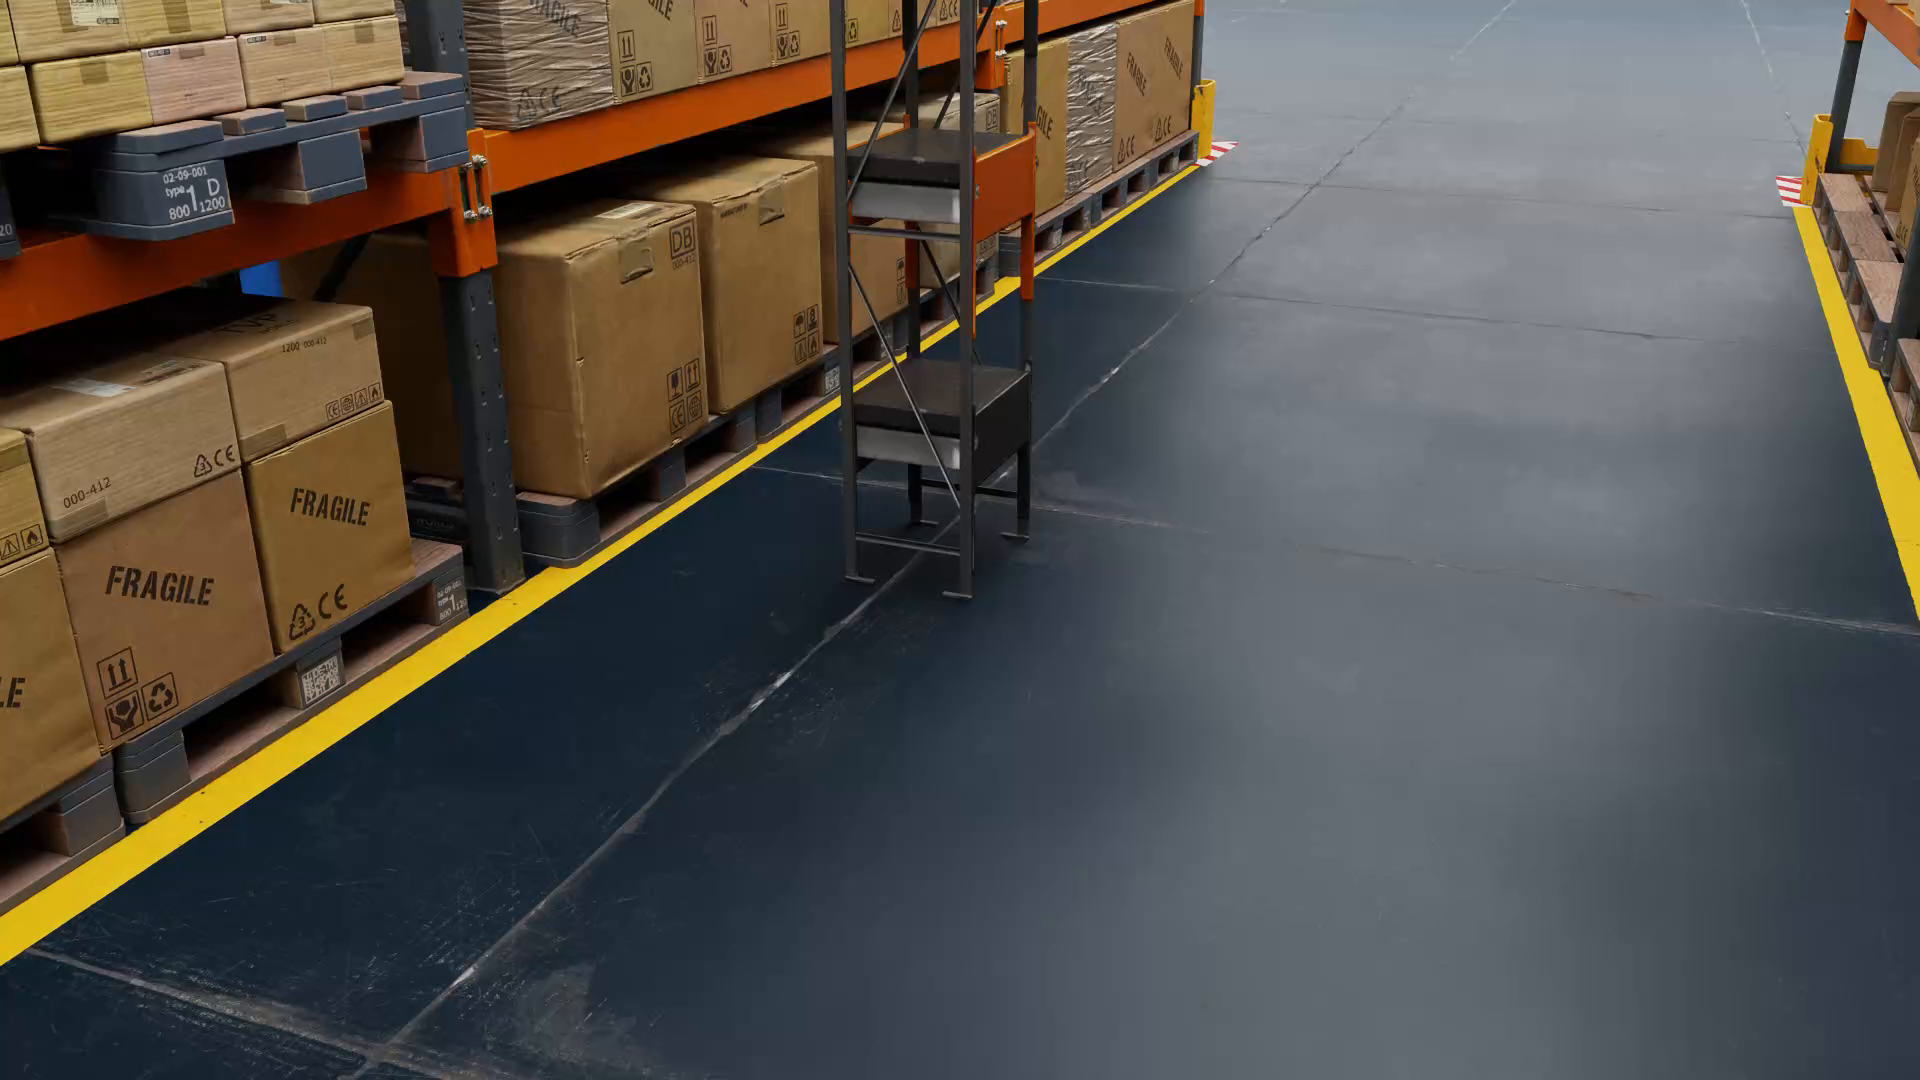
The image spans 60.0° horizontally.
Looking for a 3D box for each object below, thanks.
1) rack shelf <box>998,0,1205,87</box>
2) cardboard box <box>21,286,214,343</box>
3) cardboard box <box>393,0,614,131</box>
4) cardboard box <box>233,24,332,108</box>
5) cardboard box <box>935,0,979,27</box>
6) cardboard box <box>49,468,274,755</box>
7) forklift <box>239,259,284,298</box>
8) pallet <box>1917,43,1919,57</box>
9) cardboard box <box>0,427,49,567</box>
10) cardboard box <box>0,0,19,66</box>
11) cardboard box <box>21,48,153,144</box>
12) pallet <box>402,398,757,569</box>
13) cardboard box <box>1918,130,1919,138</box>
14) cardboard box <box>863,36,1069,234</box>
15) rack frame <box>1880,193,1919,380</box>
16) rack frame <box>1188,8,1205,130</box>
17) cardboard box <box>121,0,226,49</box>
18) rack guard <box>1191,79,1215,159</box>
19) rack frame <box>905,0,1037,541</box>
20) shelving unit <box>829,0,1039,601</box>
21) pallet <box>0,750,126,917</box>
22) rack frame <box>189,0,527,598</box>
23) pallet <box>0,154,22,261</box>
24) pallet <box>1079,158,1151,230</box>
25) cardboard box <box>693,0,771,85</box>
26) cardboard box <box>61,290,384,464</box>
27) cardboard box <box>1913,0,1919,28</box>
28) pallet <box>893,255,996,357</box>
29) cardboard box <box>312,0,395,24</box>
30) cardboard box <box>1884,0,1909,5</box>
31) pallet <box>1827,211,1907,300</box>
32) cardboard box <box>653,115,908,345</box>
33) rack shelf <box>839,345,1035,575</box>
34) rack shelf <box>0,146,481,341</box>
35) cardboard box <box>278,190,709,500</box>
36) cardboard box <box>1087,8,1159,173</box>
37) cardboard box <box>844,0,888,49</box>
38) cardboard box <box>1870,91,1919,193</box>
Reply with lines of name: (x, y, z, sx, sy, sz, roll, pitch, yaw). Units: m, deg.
rack shelf: (0.451, -3.123, 9.768, 1.077, 0.370, 4.000, 9, 24, 20)
cardboard box: (-2.258, -0.482, 4.238, 0.500, 0.250, 0.500, 8, 24, 18)
cardboard box: (-1.360, -1.476, 4.762, 0.500, 0.500, 0.500, 9, 24, 21)
cardboard box: (-1.628, -1.055, 3.664, 0.380, 0.149, 0.250, 9, 24, 20)
cardboard box: (-0.237, -2.560, 7.358, 0.500, 0.500, 0.500, 9, 24, 20)
cardboard box: (-1.976, 0.110, 3.793, 0.500, 0.500, 0.500, 10, 25, 22)
forklift: (-2.879, -2.529, 7.502, 1.130, 2.935, 3.031, 3, 23, 8)
pallet: (3.857, -1.652, 5.561, 1.003, 0.211, 1.213, 9, 24, 20)
cardboard box: (-2.169, -0.050, 3.203, 0.500, 0.250, 0.500, 9, 24, 21)
cardboard box: (-1.919, -0.912, 2.938, 0.380, 0.149, 0.250, 9, 24, 20)
cardboard box: (-1.819, -0.874, 3.232, 0.380, 0.149, 0.250, 8, 24, 19)
pallet: (-1.415, -0.292, 5.676, 1.003, 0.211, 1.213, 9, 24, 20)
cardboard box: (5.074, -1.804, 8.374, 0.500, 0.500, 0.500, 11, 25, 25)
cardboard box: (0.007, -2.168, 8.759, 0.875, 0.875, 0.875, 9, 24, 21)
rack frame: (4.276, -1.993, 6.129, 1.000, 3.000, 0.127, 9, 24, 20)
rack frame: (1.194, -4.171, 11.343, 1.000, 3.000, 0.127, 9, 24, 20)
cardboard box: (-1.731, -1.091, 3.364, 0.380, 0.149, 0.250, 9, 24, 21)
rack guard: (1.203, -3.026, 11.845, 1.175, 0.500, 0.348, 9, 24, 20)
rack frame: (0.029, -0.997, 4.913, 0.400, 2.100, 0.015, 9, 24, 20)
shelving unit: (-0.061, -0.910, 4.703, 0.431, 2.100, 0.503, 9, 24, 20)
pallet: (-2.524, 0.693, 3.316, 1.003, 0.211, 1.213, 9, 24, 20)
rack frame: (-1.778, -1.308, 4.489, 1.000, 3.000, 0.127, 9, 24, 20)
pallet: (-2.475, -0.505, 2.816, 1.003, 0.211, 1.213, 9, 24, 20)
pallet: (0.515, -2.151, 10.127, 1.003, 0.211, 1.213, 9, 24, 20)
cardboard box: (-0.986, -1.839, 5.630, 0.500, 0.500, 0.500, 9, 24, 20)
cardboard box: (-1.788, -0.412, 4.070, 0.500, 0.250, 0.500, 8, 24, 19)
cardboard box: (4.322, -2.270, 7.120, 0.380, 0.149, 0.250, 9, 24, 20)
pallet: (-0.508, -1.166, 7.767, 1.003, 0.211, 1.213, 9, 24, 20)
cardboard box: (-1.538, -1.281, 3.820, 0.380, 0.149, 0.250, 9, 24, 21)
cardboard box: (4.787, -2.718, 8.190, 0.380, 0.149, 0.250, 9, 24, 20)
pallet: (4.944, -1.390, 8.303, 1.003, 0.211, 1.213, 9, 24, 20)
cardboard box: (-0.801, -1.315, 6.881, 1.050, 0.750, 0.750, 9, 24, 20)
rack shelf: (-0.061, -0.251, 4.979, 0.431, 0.518, 0.480, 9, 24, 20)
rack shelf: (-2.520, -0.260, 2.914, 1.077, 0.370, 4.000, 9, 24, 20)
cardboard box: (-1.468, -0.669, 5.333, 1.050, 0.750, 0.750, 8, 24, 19)
cardboard box: (0.679, -2.817, 10.313, 0.875, 0.875, 0.875, 8, 24, 19)
cardboard box: (-0.613, -2.199, 6.492, 0.500, 0.500, 0.500, 9, 24, 21)
cardboard box: (5.514, -2.244, 9.428, 0.500, 0.500, 0.500, 14, 26, 30)
